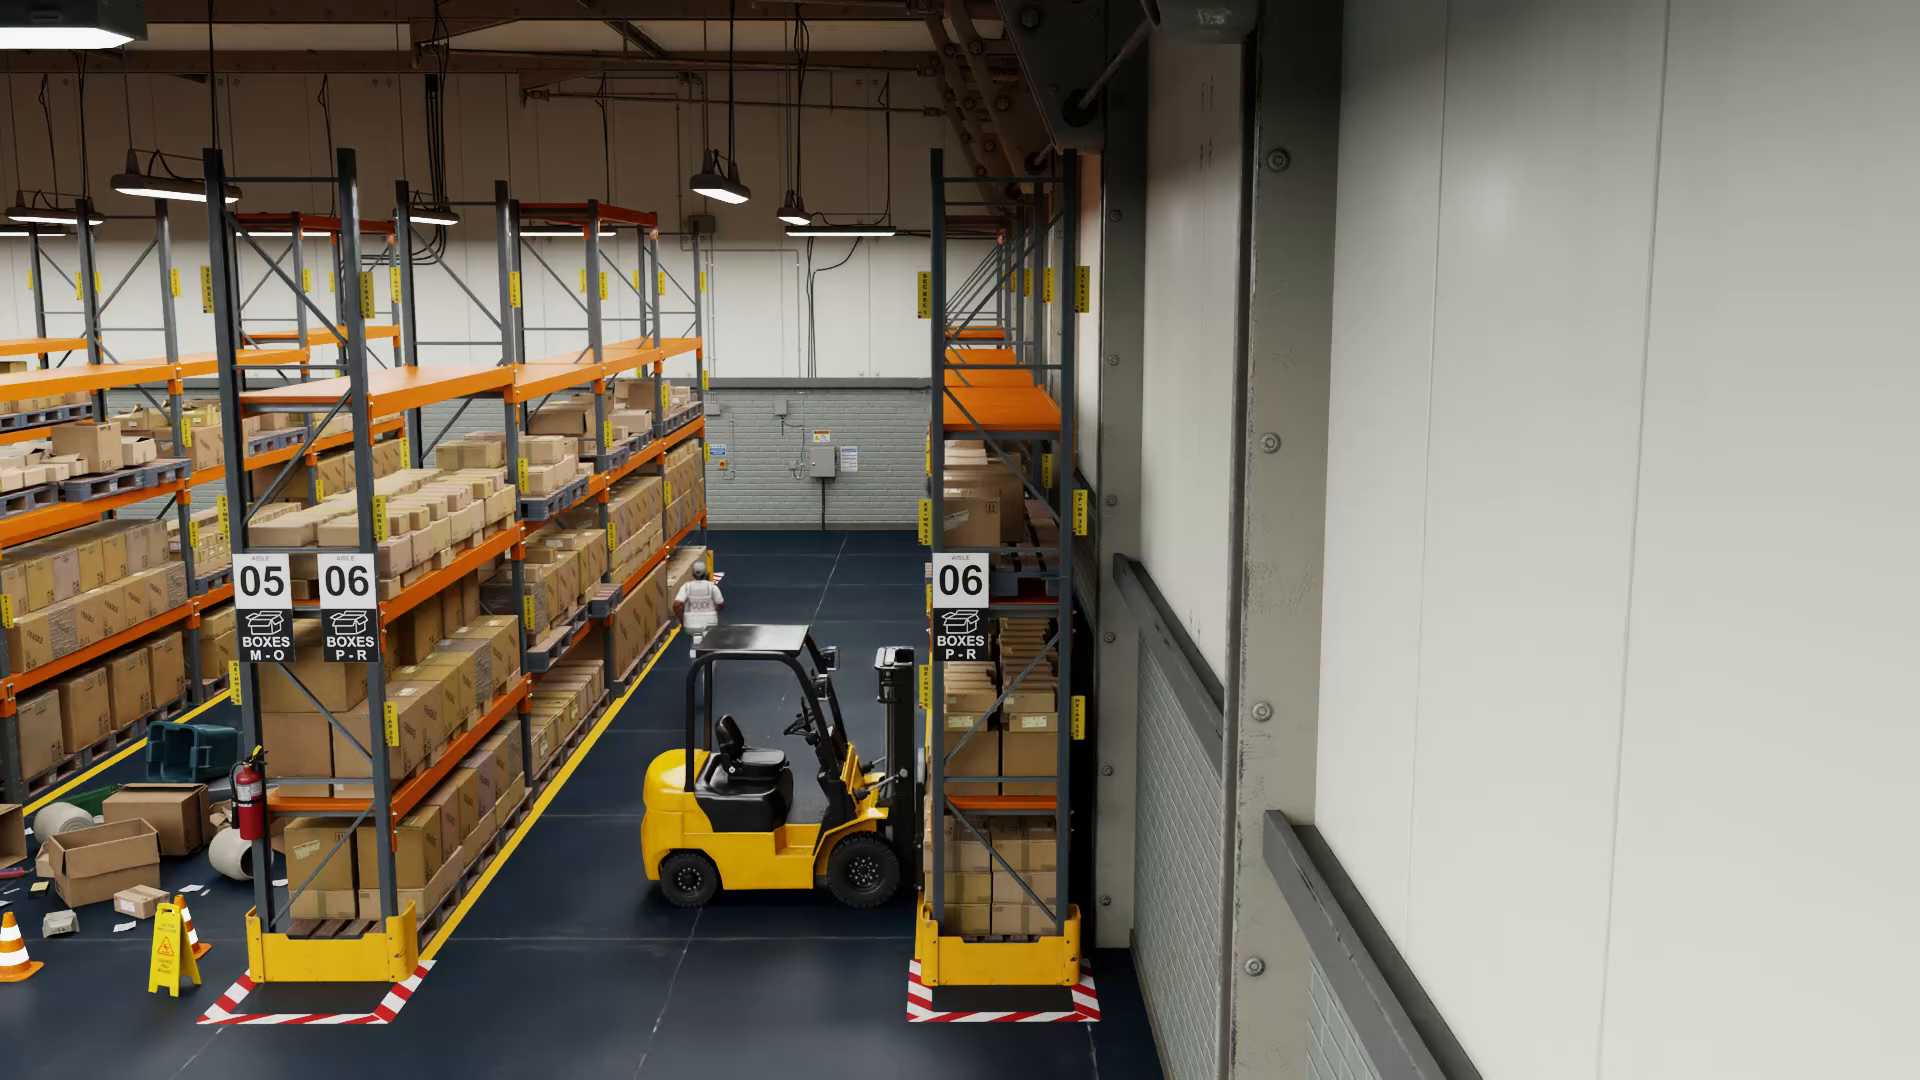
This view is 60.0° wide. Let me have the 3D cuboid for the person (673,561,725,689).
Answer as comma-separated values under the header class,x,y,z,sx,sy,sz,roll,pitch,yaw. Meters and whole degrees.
class,x,y,z,sx,sy,sz,roll,pitch,yaw
person,-3.186,1.024,20.366,0.619,1.544,0.886,-1,9,-5
